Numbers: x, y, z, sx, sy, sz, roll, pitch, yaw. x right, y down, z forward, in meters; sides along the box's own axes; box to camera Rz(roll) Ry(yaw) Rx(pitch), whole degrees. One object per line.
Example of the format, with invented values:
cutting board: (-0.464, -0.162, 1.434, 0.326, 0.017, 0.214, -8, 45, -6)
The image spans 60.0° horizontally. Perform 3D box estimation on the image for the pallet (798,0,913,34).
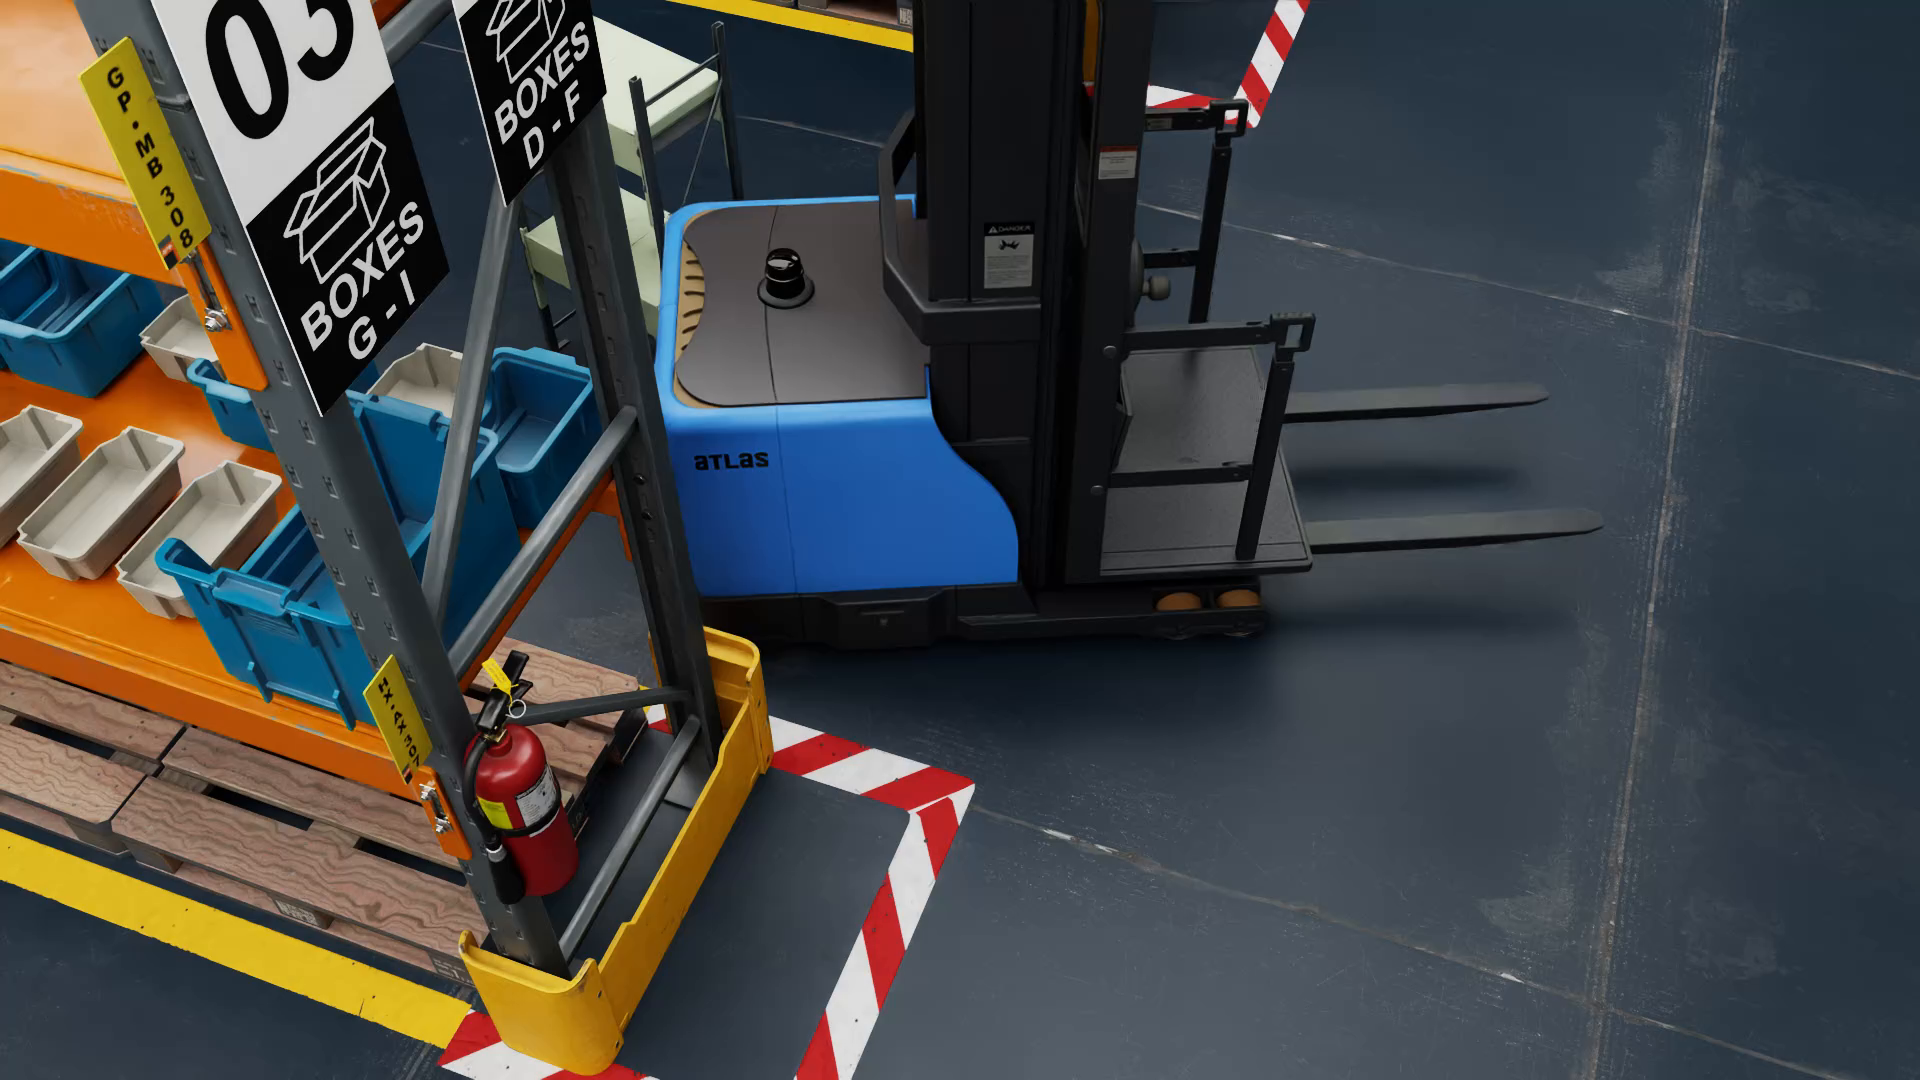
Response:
pallet: (-0.050, -2.801, 8.038, 1.213, 0.211, 1.003, 16, 51, 13)

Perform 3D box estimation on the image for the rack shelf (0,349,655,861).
rack shelf: (-2.827, -0.264, 4.470, 4.000, 0.370, 1.077, 16, 51, 13)

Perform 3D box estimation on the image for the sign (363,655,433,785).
sign: (-1.126, 0.365, 3.341, 0.005, 0.325, 0.100, 16, 51, 13)

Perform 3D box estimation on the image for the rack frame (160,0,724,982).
rack frame: (-0.950, 0.024, 3.744, 0.127, 3.000, 1.000, 16, 51, 13)

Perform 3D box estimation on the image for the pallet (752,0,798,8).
pallet: (-1.190, -3.121, 8.316, 1.213, 0.211, 1.003, 16, 51, 13)

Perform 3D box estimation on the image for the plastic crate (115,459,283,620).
plastic crate: (-1.778, 0.006, 3.895, 0.243, 0.136, 0.396, 16, 51, 13)

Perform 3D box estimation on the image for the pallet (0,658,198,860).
pallet: (-2.851, 0.373, 5.287, 1.213, 0.211, 1.003, 16, 51, 13)

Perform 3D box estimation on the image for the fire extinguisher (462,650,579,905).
fire extinguisher: (-0.966, 0.533, 3.601, 0.183, 0.674, 0.296, 16, 51, 13)

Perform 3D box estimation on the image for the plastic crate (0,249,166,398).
plastic crate: (-2.303, -0.584, 4.342, 0.300, 0.233, 0.416, 16, 51, 13)

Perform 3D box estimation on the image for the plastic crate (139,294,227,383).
plastic crate: (-1.976, -0.528, 4.357, 0.298, 0.136, 0.250, 16, 51, 13)

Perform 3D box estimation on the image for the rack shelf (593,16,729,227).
rack shelf: (-1.154, -1.416, 5.468, 0.720, 0.370, 0.431, 29, 55, 23)

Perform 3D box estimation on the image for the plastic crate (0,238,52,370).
plastic crate: (-2.585, -0.662, 4.410, 0.300, 0.233, 0.416, 16, 51, 13)

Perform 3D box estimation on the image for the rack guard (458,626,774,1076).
rack guard: (-0.923, 0.840, 4.691, 0.348, 0.500, 1.175, 16, 51, 13)

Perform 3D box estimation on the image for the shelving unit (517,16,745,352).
shelving unit: (-1.154, -1.160, 5.763, 0.755, 1.500, 0.431, 29, 55, 23)

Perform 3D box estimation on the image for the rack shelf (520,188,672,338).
rack shelf: (-1.154, -0.946, 6.009, 0.720, 0.370, 0.431, 29, 55, 23)

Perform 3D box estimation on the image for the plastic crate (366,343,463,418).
plastic crate: (-1.340, -0.350, 4.203, 0.298, 0.136, 0.250, 16, 51, 13)

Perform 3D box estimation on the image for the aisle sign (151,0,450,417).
aisle sign: (-0.984, -0.601, 2.565, 0.004, 0.787, 0.394, 16, 51, 13)

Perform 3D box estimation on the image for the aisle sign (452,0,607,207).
aisle sign: (-0.780, -1.019, 2.928, 0.004, 0.787, 0.394, 16, 51, 13)

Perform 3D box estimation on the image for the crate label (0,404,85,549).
crate label: (-2.315, -0.136, 4.018, 0.243, 0.136, 0.396, 16, 51, 13)

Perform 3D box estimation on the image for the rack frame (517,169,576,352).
rack frame: (-1.447, -1.326, 5.906, 0.023, 1.500, 0.400, 29, 55, 23)

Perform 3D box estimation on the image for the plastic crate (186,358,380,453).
plastic crate: (-1.685, -0.411, 4.192, 0.300, 0.233, 0.416, 16, 51, 13)

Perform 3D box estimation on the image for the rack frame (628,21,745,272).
rack frame: (-0.860, -0.994, 5.619, 0.023, 1.500, 0.400, 29, 55, 23)

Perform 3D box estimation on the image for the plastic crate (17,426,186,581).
plastic crate: (-2.045, -0.081, 3.970, 0.243, 0.136, 0.396, 16, 51, 13)

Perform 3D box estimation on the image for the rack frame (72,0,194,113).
rack frame: (-0.950, -1.941, 1.477, 0.127, 3.000, 1.000, 16, 51, 13)

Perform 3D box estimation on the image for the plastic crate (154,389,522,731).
plastic crate: (-1.329, 0.038, 3.669, 0.499, 0.435, 0.616, 16, 51, 13)

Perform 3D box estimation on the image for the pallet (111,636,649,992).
pallet: (-1.711, 0.694, 5.009, 1.213, 0.211, 1.003, 16, 51, 13)

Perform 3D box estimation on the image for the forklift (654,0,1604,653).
forklift: (0.598, -1.033, 4.706, 3.031, 2.935, 1.130, -3, 49, -3)

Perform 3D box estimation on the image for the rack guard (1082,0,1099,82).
rack guard: (0.698, -2.687, 7.748, 0.348, 0.500, 1.175, 16, 51, 13)

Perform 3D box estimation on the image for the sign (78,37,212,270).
sign: (-1.126, -0.530, 2.309, 0.005, 0.325, 0.100, 16, 51, 13)

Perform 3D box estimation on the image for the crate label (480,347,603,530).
crate label: (-1.068, -0.239, 4.043, 0.303, 0.233, 0.416, 16, 51, 13)

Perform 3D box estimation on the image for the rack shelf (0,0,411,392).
rack shelf: (-2.827, -1.246, 3.336, 4.000, 0.370, 1.077, 16, 51, 13)
